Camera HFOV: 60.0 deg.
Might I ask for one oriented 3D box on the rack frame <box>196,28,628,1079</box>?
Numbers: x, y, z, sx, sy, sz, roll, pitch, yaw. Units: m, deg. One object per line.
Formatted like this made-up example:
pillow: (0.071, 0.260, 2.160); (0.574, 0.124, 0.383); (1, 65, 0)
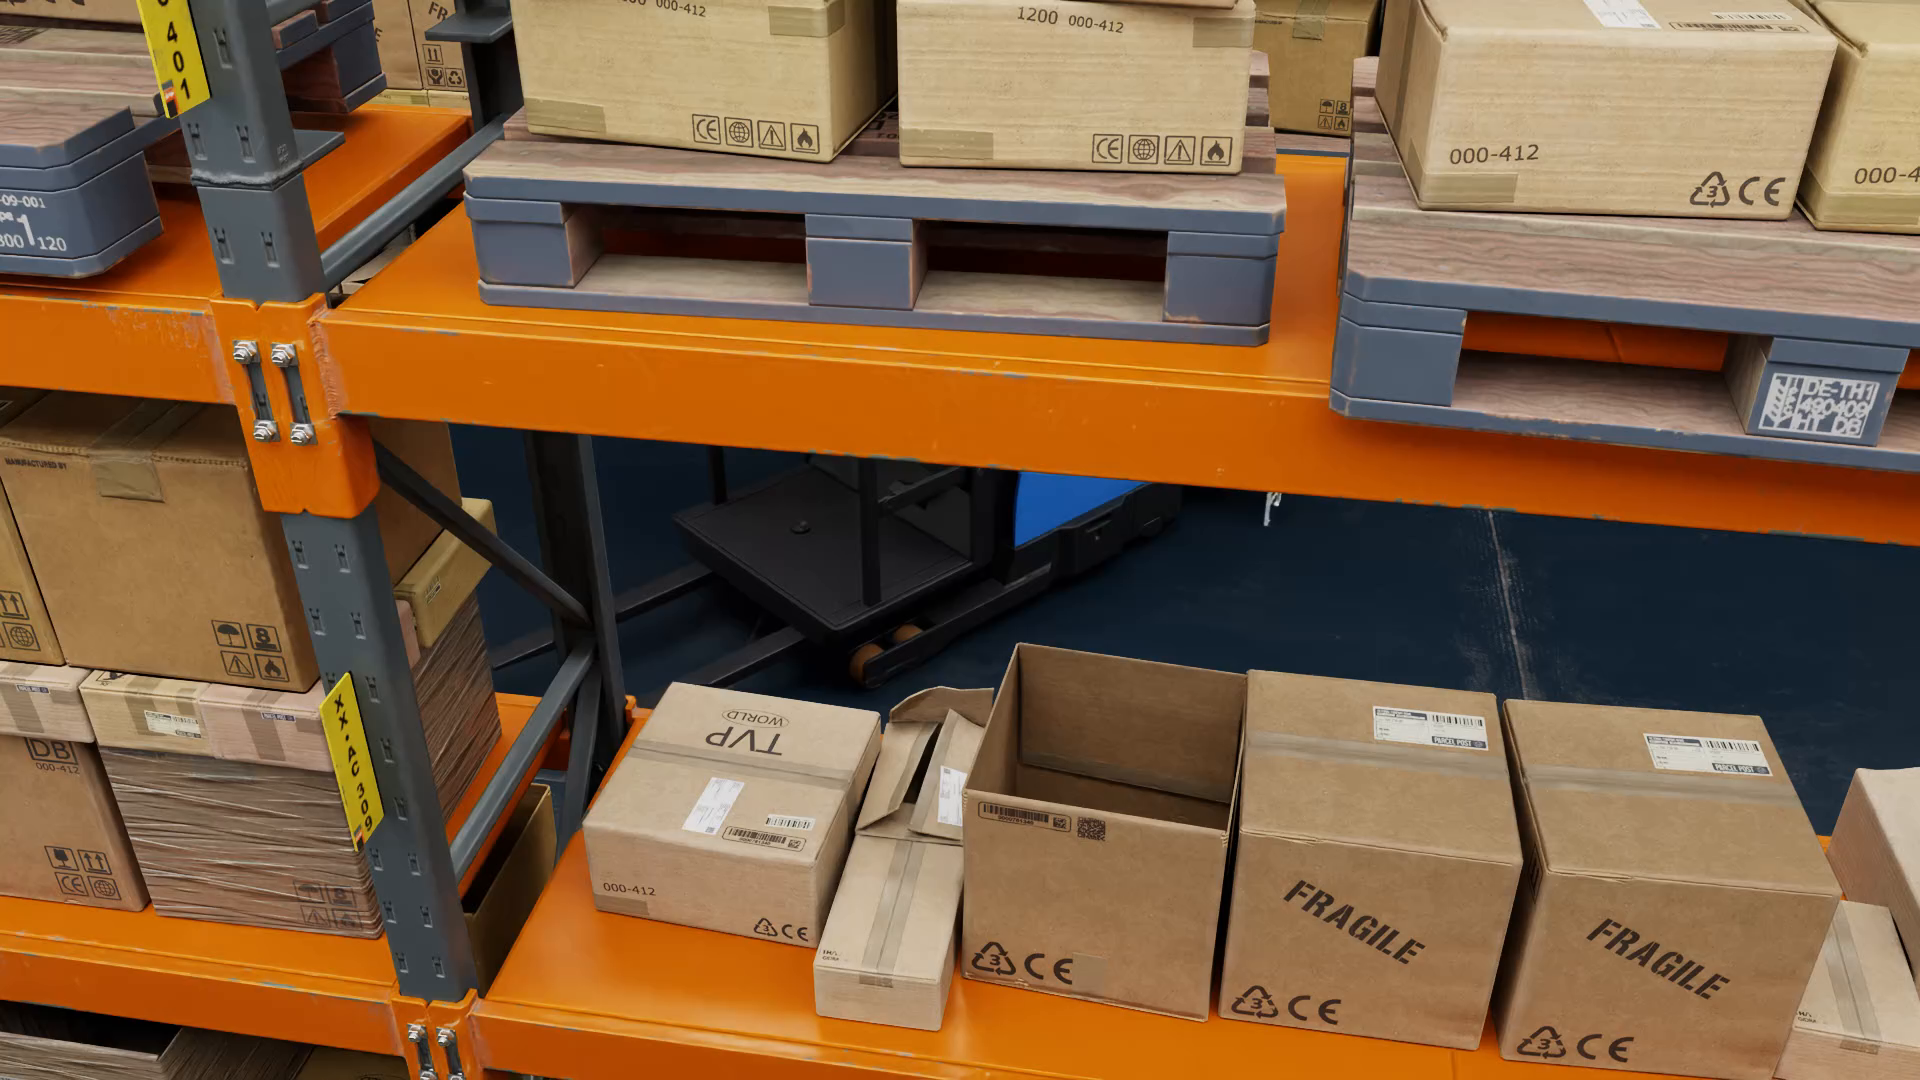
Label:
rack frame: (-0.970, 0.501, 3.622); (0.127, 3.000, 1.000); (5, 32, 8)

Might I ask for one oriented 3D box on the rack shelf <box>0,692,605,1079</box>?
rack shelf: (-2.941, 0.628, 4.098); (4.000, 0.370, 1.077); (5, 32, 8)

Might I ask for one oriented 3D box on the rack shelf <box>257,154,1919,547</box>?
rack shelf: (1.002, -0.287, 2.732); (4.000, 0.370, 1.077); (5, 32, 8)

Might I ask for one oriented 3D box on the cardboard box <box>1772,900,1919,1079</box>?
cardboard box: (1.707, 0.880, 3.253); (0.250, 0.149, 0.380); (8, 33, 12)

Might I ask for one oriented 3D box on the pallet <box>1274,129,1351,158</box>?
pallet: (1.845, -1.807, 7.490); (1.213, 0.211, 1.003); (5, 32, 8)

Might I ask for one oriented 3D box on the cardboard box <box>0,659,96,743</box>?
cardboard box: (-1.776, 0.226, 3.355); (0.250, 0.149, 0.380); (4, 32, 7)

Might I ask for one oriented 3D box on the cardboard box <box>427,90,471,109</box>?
cardboard box: (-2.142, -2.049, 7.818); (0.500, 0.250, 0.500); (5, 32, 9)

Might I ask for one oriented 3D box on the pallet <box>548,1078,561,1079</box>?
pallet: (-1.747, 1.590, 4.510); (1.213, 0.211, 1.003); (5, 32, 8)

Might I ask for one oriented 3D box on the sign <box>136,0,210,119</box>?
sign: (-1.062, -0.733, 2.204); (0.005, 0.325, 0.100); (5, 32, 8)

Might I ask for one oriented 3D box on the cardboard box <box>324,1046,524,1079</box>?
cardboard box: (-1.376, 1.289, 4.560); (0.500, 0.250, 0.500); (5, 32, 8)

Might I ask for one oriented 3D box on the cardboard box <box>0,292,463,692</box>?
cardboard box: (-1.408, -0.127, 3.309); (0.500, 0.500, 0.700); (5, 32, 8)

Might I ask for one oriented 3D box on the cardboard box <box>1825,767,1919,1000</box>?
cardboard box: (2.124, 0.715, 3.365); (0.500, 0.311, 0.500); (5, 32, 8)

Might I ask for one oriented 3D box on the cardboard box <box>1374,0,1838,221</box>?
cardboard box: (0.905, -0.682, 2.431); (0.500, 0.250, 0.500); (3, 32, 4)

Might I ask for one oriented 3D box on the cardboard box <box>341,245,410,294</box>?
cardboard box: (-2.854, -1.334, 8.674); (0.500, 0.311, 0.500); (8, 33, 12)

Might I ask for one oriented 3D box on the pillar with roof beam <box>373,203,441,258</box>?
pillar with roof beam: (-3.972, -3.128, 3.766); (0.400, 9.000, 9.100); (5, 32, 8)

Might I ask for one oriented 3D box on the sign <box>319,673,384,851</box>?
sign: (-1.062, 0.391, 2.907); (0.005, 0.325, 0.100); (5, 32, 8)

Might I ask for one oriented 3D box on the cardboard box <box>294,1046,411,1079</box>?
cardboard box: (-1.464, 1.562, 4.124); (0.500, 0.250, 0.500); (5, 32, 8)

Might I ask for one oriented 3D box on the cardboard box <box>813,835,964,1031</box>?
cardboard box: (-0.131, 0.794, 3.392); (0.250, 0.149, 0.380); (5, 32, 8)

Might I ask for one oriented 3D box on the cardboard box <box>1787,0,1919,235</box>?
cardboard box: (1.435, -0.633, 2.353); (0.500, 0.250, 0.500); (5, 32, 7)

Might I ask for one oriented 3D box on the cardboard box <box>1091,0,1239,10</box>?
cardboard box: (0.197, -1.088, 2.373); (0.500, 0.500, 0.500); (8, 33, 13)

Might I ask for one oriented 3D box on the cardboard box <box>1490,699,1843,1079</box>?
cardboard box: (1.316, 0.675, 3.251); (0.500, 0.500, 0.500); (3, 32, 6)

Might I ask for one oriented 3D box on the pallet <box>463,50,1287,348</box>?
pallet: (-0.098, -0.617, 2.762); (1.217, 0.209, 0.805); (4, 32, 6)

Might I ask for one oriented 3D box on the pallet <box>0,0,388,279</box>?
pallet: (-1.815, -0.795, 2.950); (1.213, 0.211, 1.003); (5, 32, 8)

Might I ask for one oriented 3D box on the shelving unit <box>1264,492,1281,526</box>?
shelving unit: (1.174, -0.682, 7.208); (0.503, 1.200, 0.258); (13, 34, 20)

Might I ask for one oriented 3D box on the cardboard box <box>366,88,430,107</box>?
cardboard box: (-2.640, -2.095, 7.892); (0.500, 0.250, 0.500); (5, 32, 7)

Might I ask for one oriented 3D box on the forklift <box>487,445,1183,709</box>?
forklift: (-0.460, -0.991, 6.071); (3.031, 2.935, 1.130); (-25, 40, -34)

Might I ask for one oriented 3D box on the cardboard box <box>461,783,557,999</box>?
cardboard box: (-1.374, 0.966, 4.369); (0.500, 0.500, 0.500); (5, 32, 8)

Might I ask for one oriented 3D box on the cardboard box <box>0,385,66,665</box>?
cardboard box: (-1.907, -0.172, 3.380); (0.500, 0.500, 0.700); (5, 32, 8)

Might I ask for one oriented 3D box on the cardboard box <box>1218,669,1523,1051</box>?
cardboard box: (0.797, 0.628, 3.326); (0.500, 0.500, 0.500); (5, 32, 8)

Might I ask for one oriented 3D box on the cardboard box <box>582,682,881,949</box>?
cardboard box: (-0.477, 0.586, 3.628); (0.500, 0.250, 0.500); (7, 33, 11)

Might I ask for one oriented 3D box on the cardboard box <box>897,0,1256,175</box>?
cardboard box: (0.178, -0.777, 2.583); (0.500, 0.250, 0.500); (2, 32, 3)

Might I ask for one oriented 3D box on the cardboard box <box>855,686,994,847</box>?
cardboard box: (-0.072, 0.541, 3.686); (0.258, 0.266, 0.396); (4, 32, 7)

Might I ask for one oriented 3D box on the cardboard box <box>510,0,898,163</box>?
cardboard box: (-0.364, -0.825, 2.659); (0.500, 0.250, 0.500); (8, 33, 13)

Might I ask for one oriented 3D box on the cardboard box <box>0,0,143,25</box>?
cardboard box: (-1.422, -1.233, 2.943); (0.500, 0.500, 0.500); (8, 33, 12)

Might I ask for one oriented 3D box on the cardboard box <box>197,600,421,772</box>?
cardboard box: (-1.274, 0.272, 3.283); (0.250, 0.149, 0.380); (5, 32, 8)

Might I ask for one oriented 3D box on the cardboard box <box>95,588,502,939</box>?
cardboard box: (-1.408, 0.422, 3.654); (0.500, 0.500, 0.700); (4, 32, 7)

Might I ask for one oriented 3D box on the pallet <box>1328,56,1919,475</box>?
pallet: (1.186, -0.445, 2.485); (1.213, 0.211, 1.003); (7, 33, 10)

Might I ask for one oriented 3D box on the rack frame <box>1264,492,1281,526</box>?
rack frame: (1.398, -0.630, 7.125); (0.015, 1.200, 0.240); (13, 34, 20)

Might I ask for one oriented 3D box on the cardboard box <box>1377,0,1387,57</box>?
cardboard box: (2.106, -2.098, 7.266); (0.500, 0.500, 0.700); (5, 32, 8)

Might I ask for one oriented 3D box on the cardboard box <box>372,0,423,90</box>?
cardboard box: (-2.669, -2.411, 7.691); (0.500, 0.500, 0.500); (4, 32, 7)

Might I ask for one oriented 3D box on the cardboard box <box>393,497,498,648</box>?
cardboard box: (-1.202, 0.059, 3.624); (0.250, 0.149, 0.380); (5, 32, 8)

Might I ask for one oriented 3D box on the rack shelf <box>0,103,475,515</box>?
rack shelf: (-2.941, -0.644, 3.302); (4.000, 0.370, 1.077); (5, 32, 8)

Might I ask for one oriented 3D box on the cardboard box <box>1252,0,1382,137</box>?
cardboard box: (1.560, -2.159, 7.364); (0.500, 0.500, 0.700); (10, 33, 15)

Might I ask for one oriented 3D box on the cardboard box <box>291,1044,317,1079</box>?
cardboard box: (-1.955, 1.512, 4.203); (0.500, 0.250, 0.500); (5, 32, 8)

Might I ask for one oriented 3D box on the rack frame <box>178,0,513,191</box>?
rack frame: (-0.970, -2.042, 2.030); (0.127, 3.000, 1.000); (5, 32, 8)

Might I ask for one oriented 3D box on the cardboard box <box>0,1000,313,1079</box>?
cardboard box: (-1.955, 1.193, 4.006); (0.500, 0.500, 0.500); (5, 32, 8)

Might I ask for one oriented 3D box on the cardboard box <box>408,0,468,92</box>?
cardboard box: (-2.159, -2.371, 7.627); (0.500, 0.500, 0.500); (6, 33, 10)

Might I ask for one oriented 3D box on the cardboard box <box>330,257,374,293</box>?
cardboard box: (-3.416, -1.385, 8.755); (0.500, 0.311, 0.500); (2, 32, 3)

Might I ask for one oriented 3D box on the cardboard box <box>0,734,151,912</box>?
cardboard box: (-1.929, 0.379, 3.723); (0.500, 0.500, 0.700); (5, 32, 8)

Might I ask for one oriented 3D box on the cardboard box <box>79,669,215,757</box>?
cardboard box: (-1.517, 0.249, 3.320); (0.250, 0.149, 0.380); (5, 32, 7)

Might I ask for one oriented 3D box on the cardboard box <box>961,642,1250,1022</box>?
cardboard box: (0.304, 0.583, 3.397); (0.500, 0.500, 0.500); (7, 33, 12)

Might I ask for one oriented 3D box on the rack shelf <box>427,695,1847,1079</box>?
rack shelf: (1.002, 0.985, 3.528); (4.000, 0.370, 1.077); (5, 32, 8)
